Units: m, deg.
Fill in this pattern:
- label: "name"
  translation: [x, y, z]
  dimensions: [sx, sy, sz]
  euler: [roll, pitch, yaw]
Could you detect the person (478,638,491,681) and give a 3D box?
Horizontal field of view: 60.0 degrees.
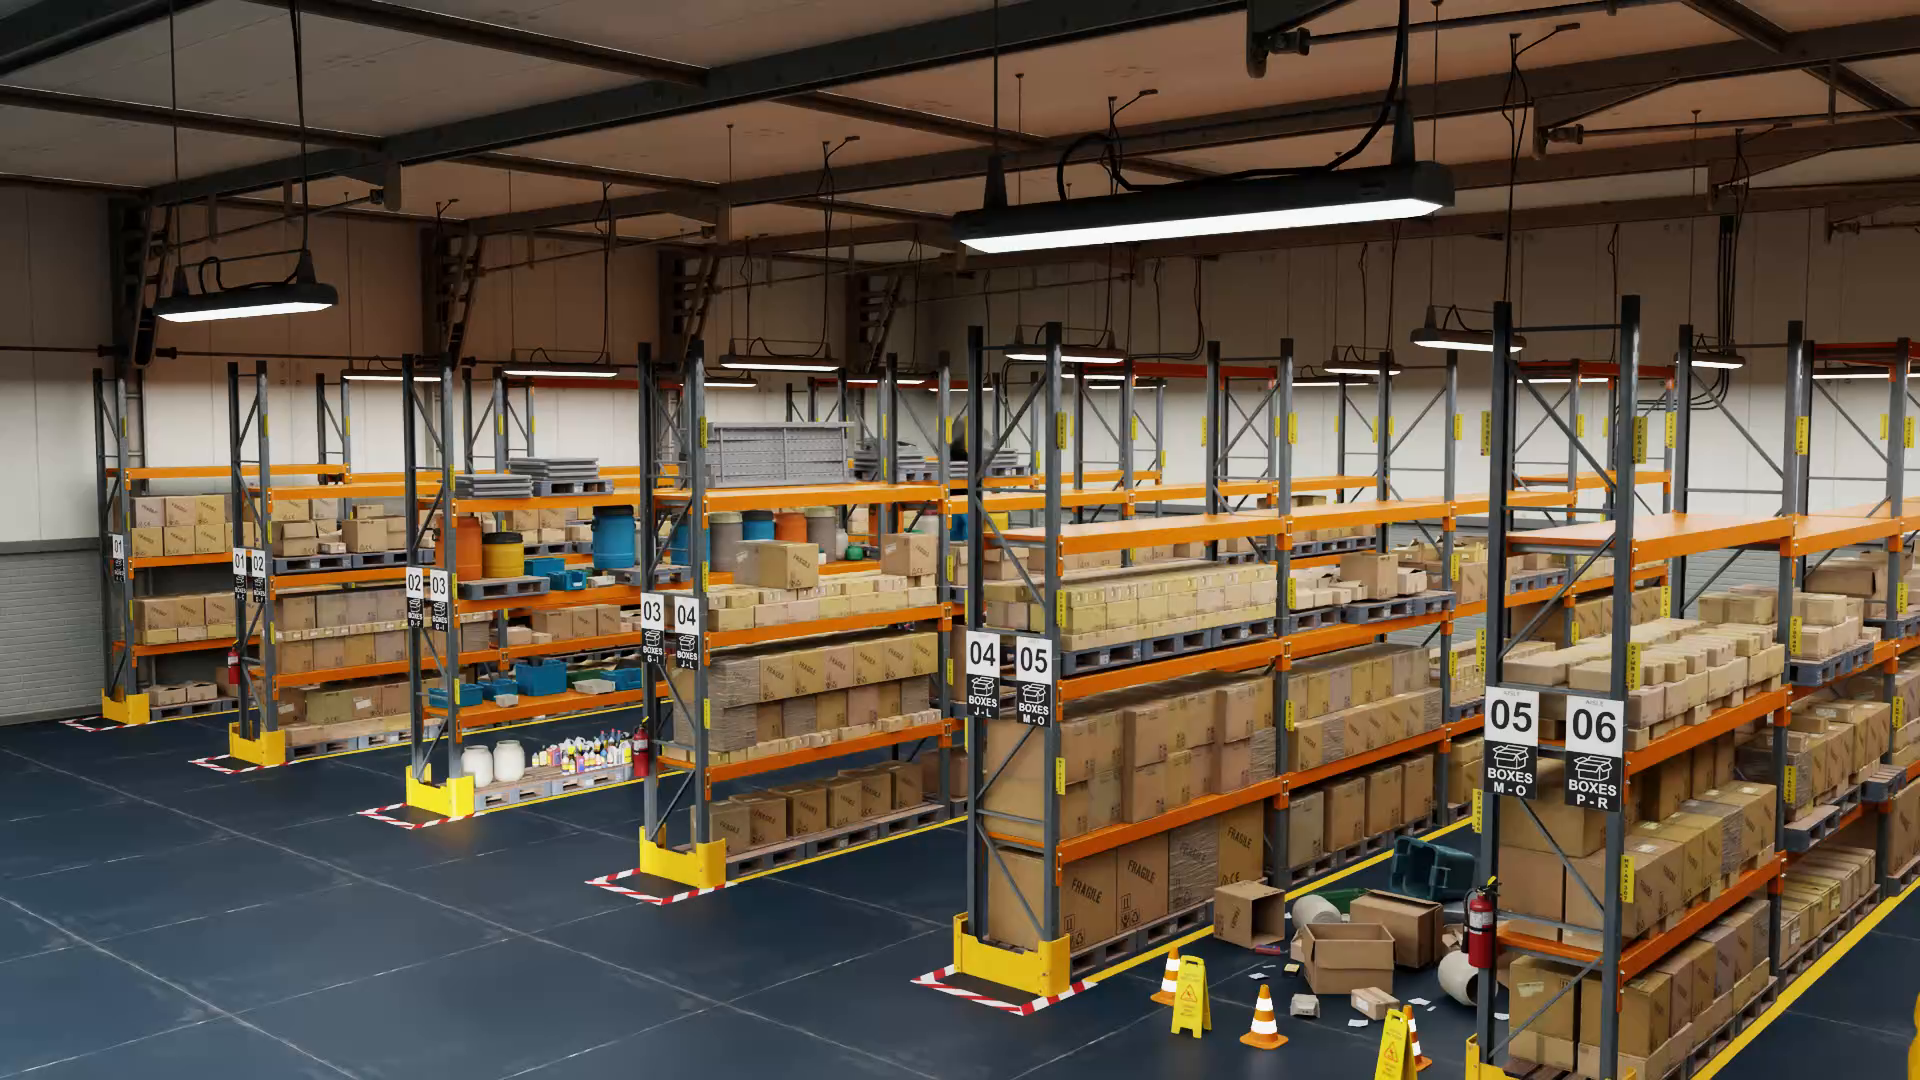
- label: "person"
  translation: [-8.629, 2.240, 29.872]
  dimensions: [0.530, 1.461, 0.886]
  euler: [2, 5, 28]
